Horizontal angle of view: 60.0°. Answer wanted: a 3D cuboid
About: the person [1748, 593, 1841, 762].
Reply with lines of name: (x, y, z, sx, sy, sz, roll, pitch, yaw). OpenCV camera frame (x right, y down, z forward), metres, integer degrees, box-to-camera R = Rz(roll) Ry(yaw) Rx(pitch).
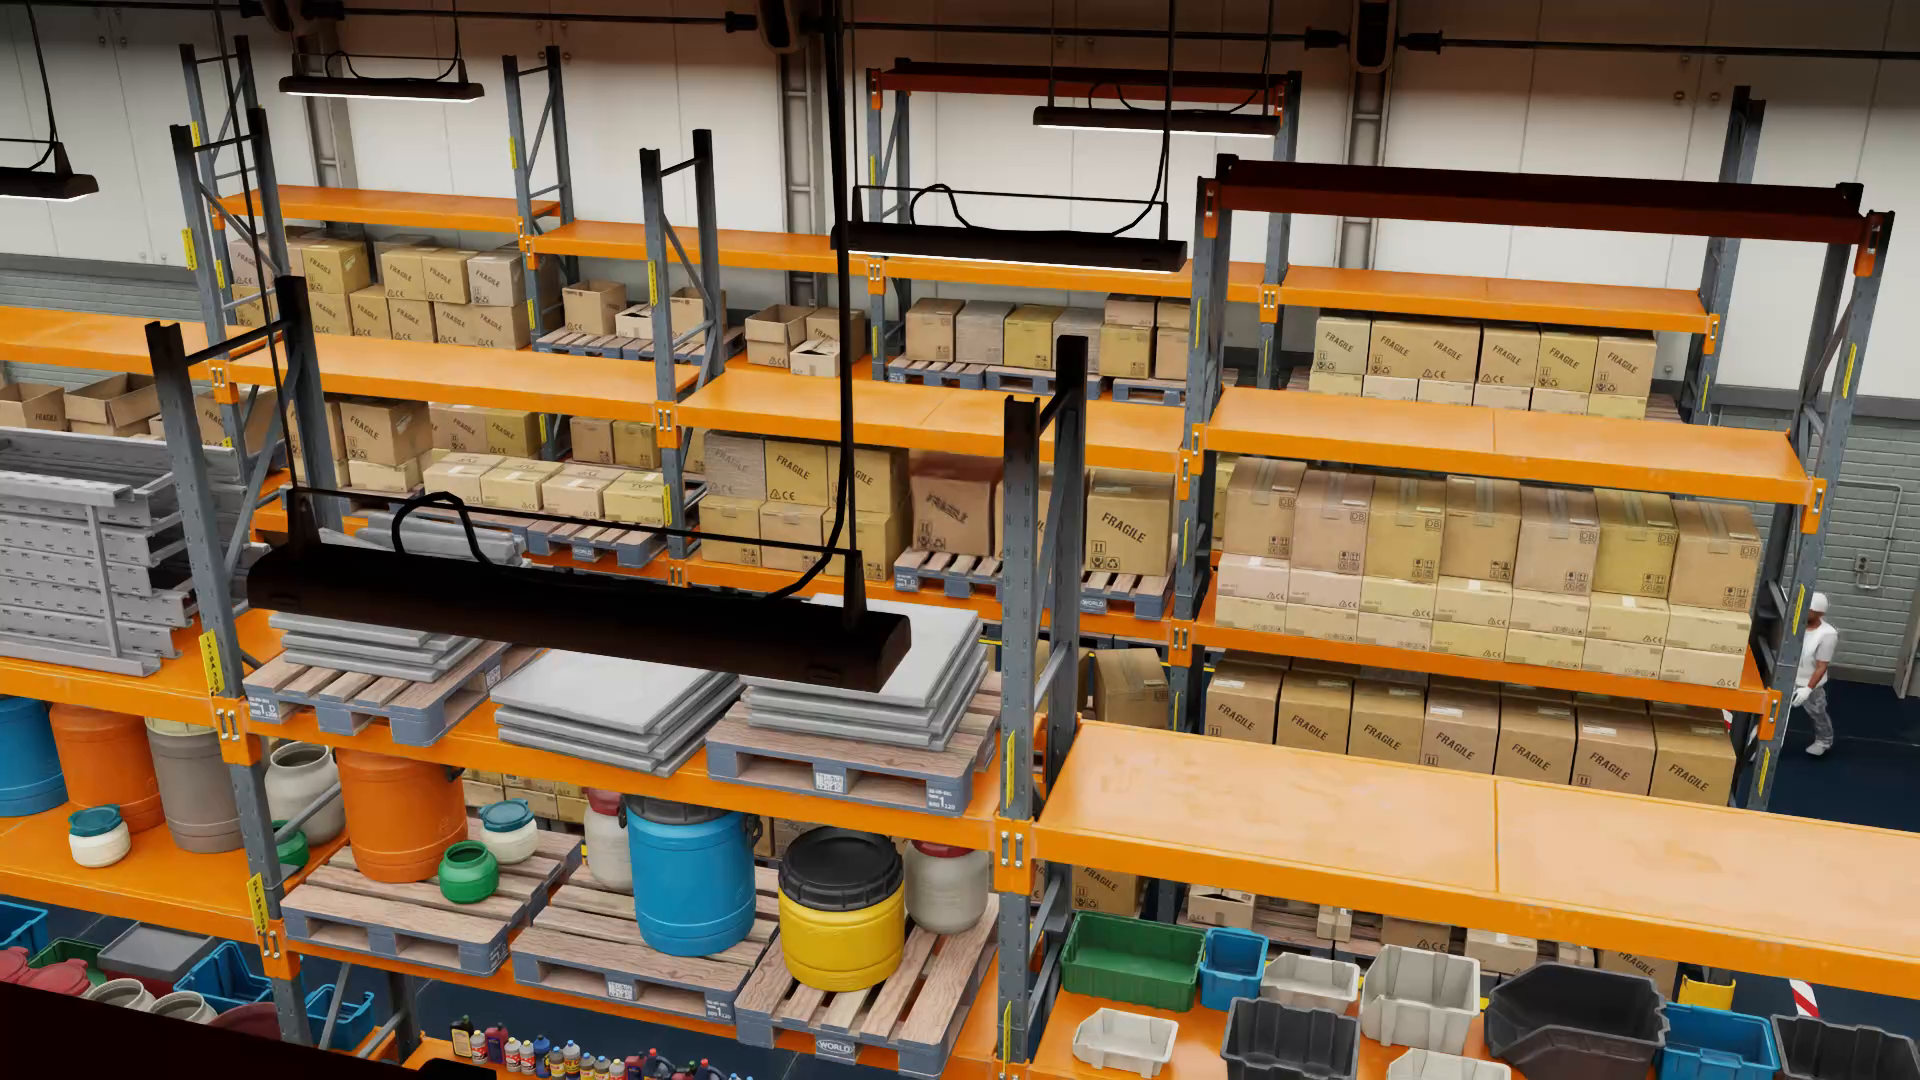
person: (7.750, 1.271, 15.396, 1.110, 1.715, 0.576, -10, 25, -23)
